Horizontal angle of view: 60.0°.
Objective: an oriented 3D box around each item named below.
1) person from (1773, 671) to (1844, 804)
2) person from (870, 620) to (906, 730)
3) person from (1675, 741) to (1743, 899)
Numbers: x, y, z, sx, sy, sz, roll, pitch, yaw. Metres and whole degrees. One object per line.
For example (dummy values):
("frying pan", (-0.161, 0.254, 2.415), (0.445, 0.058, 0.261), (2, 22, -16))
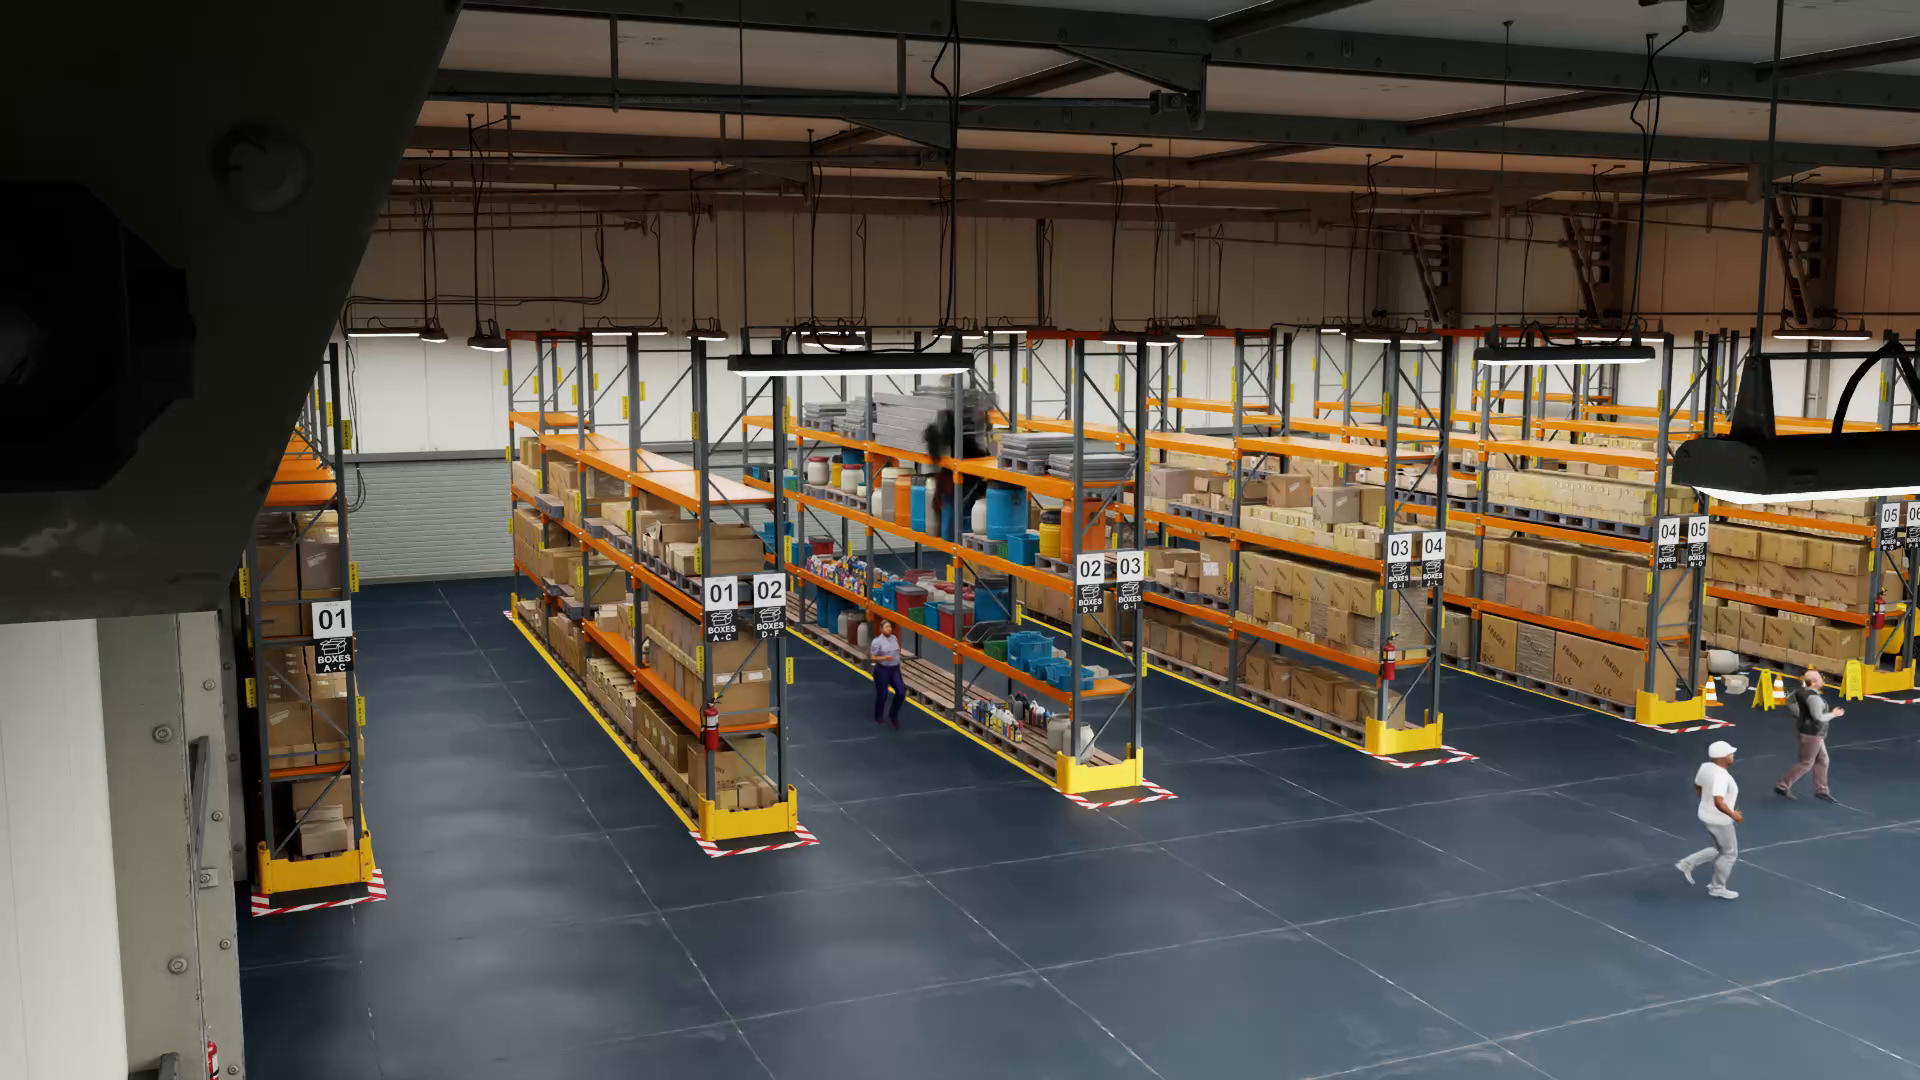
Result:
("person", (10.980, 2.552, 21.471), (0.808, 1.758, 0.646), (2, 8, 16))
("person", (-1.083, 2.043, 25.176), (0.586, 1.676, 0.661), (-5, 9, -30))
("person", (8.168, 3.033, 18.047), (0.650, 1.737, 0.714), (1, 8, 5))
